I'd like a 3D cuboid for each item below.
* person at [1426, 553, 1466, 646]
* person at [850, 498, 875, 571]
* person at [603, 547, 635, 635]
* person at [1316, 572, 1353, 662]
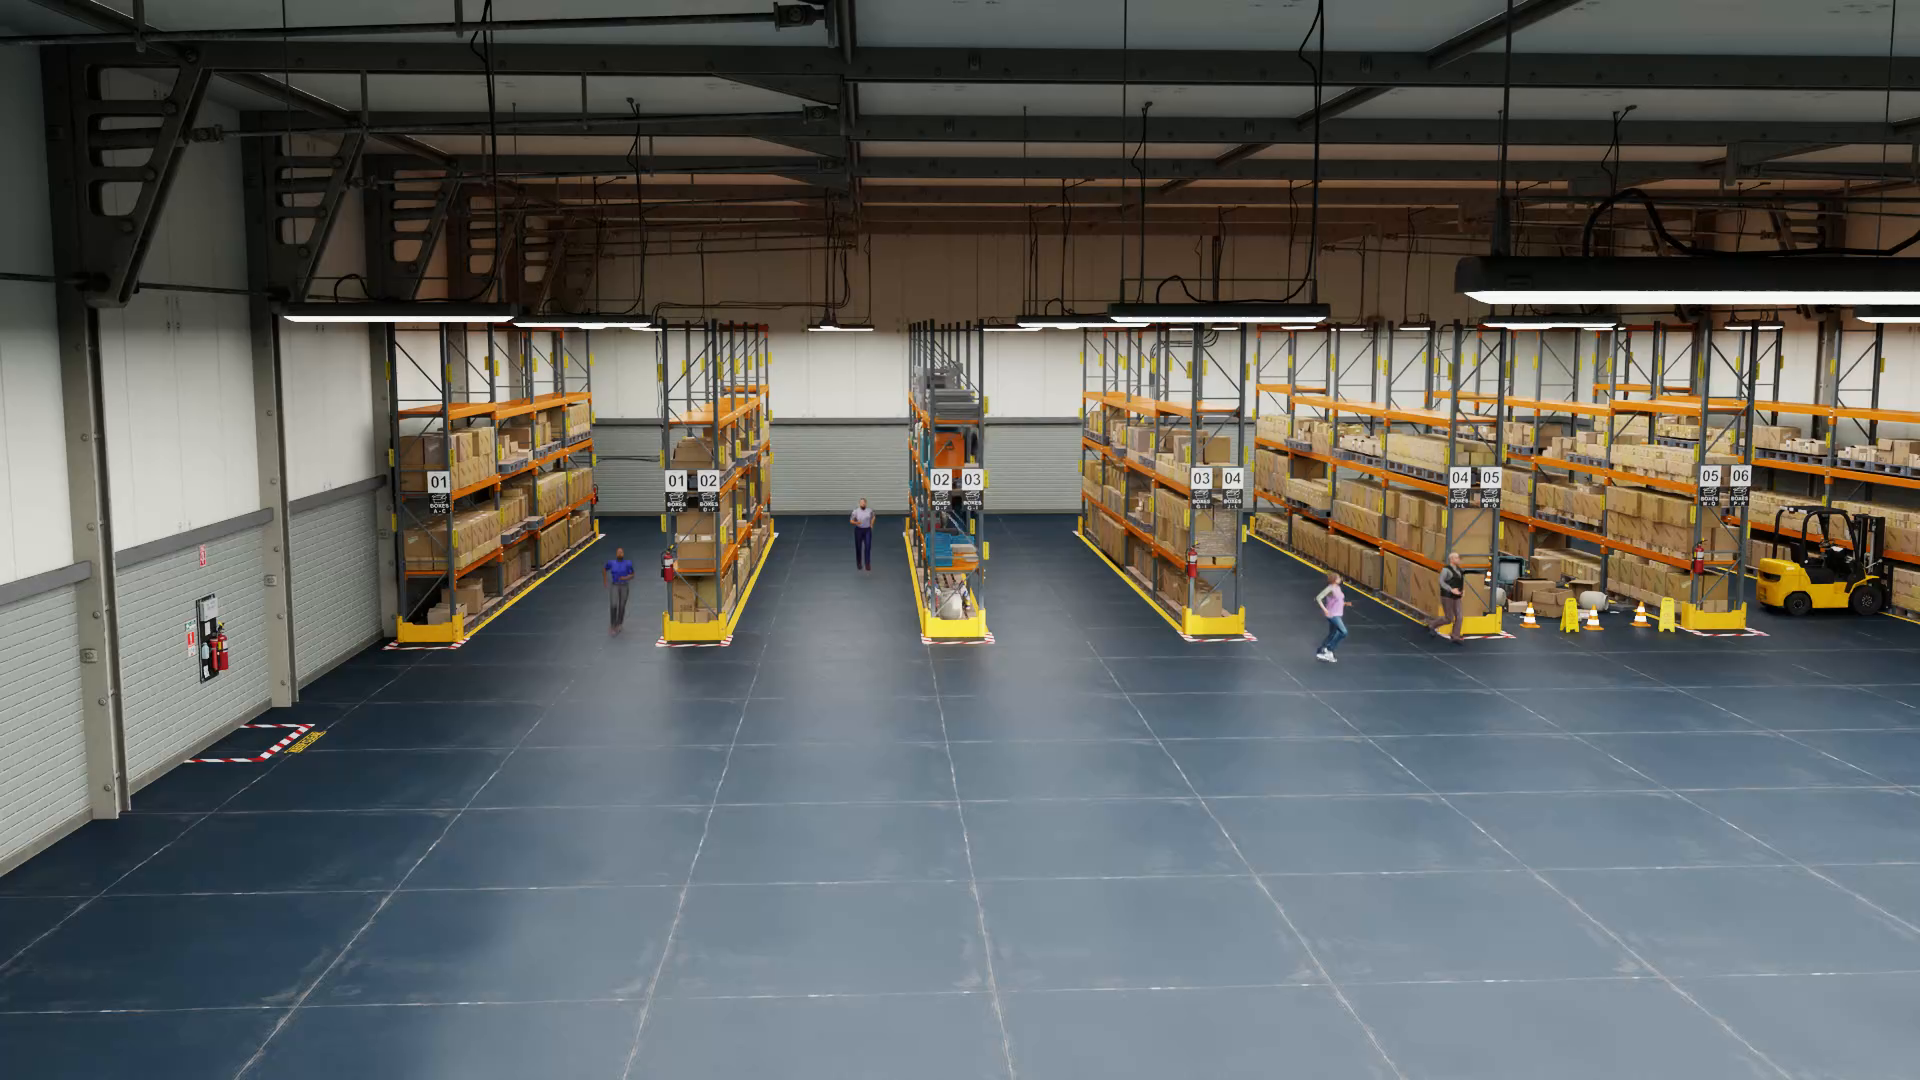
[{"bbox_3d":[9.073,1.078,30.873,0.694,1.723,0.788,-7,10,-44],"label":"person"},{"bbox_3d":[-2.252,-0.124,38.673,0.606,1.682,0.836,-1,7,-10],"label":"person"},{"bbox_3d":[-6.540,0.980,31.971,0.582,1.701,0.654,-2,7,-15],"label":"person"},{"bbox_3d":[6.550,1.339,29.087,0.643,1.572,0.508,4,8,31],"label":"person"}]
